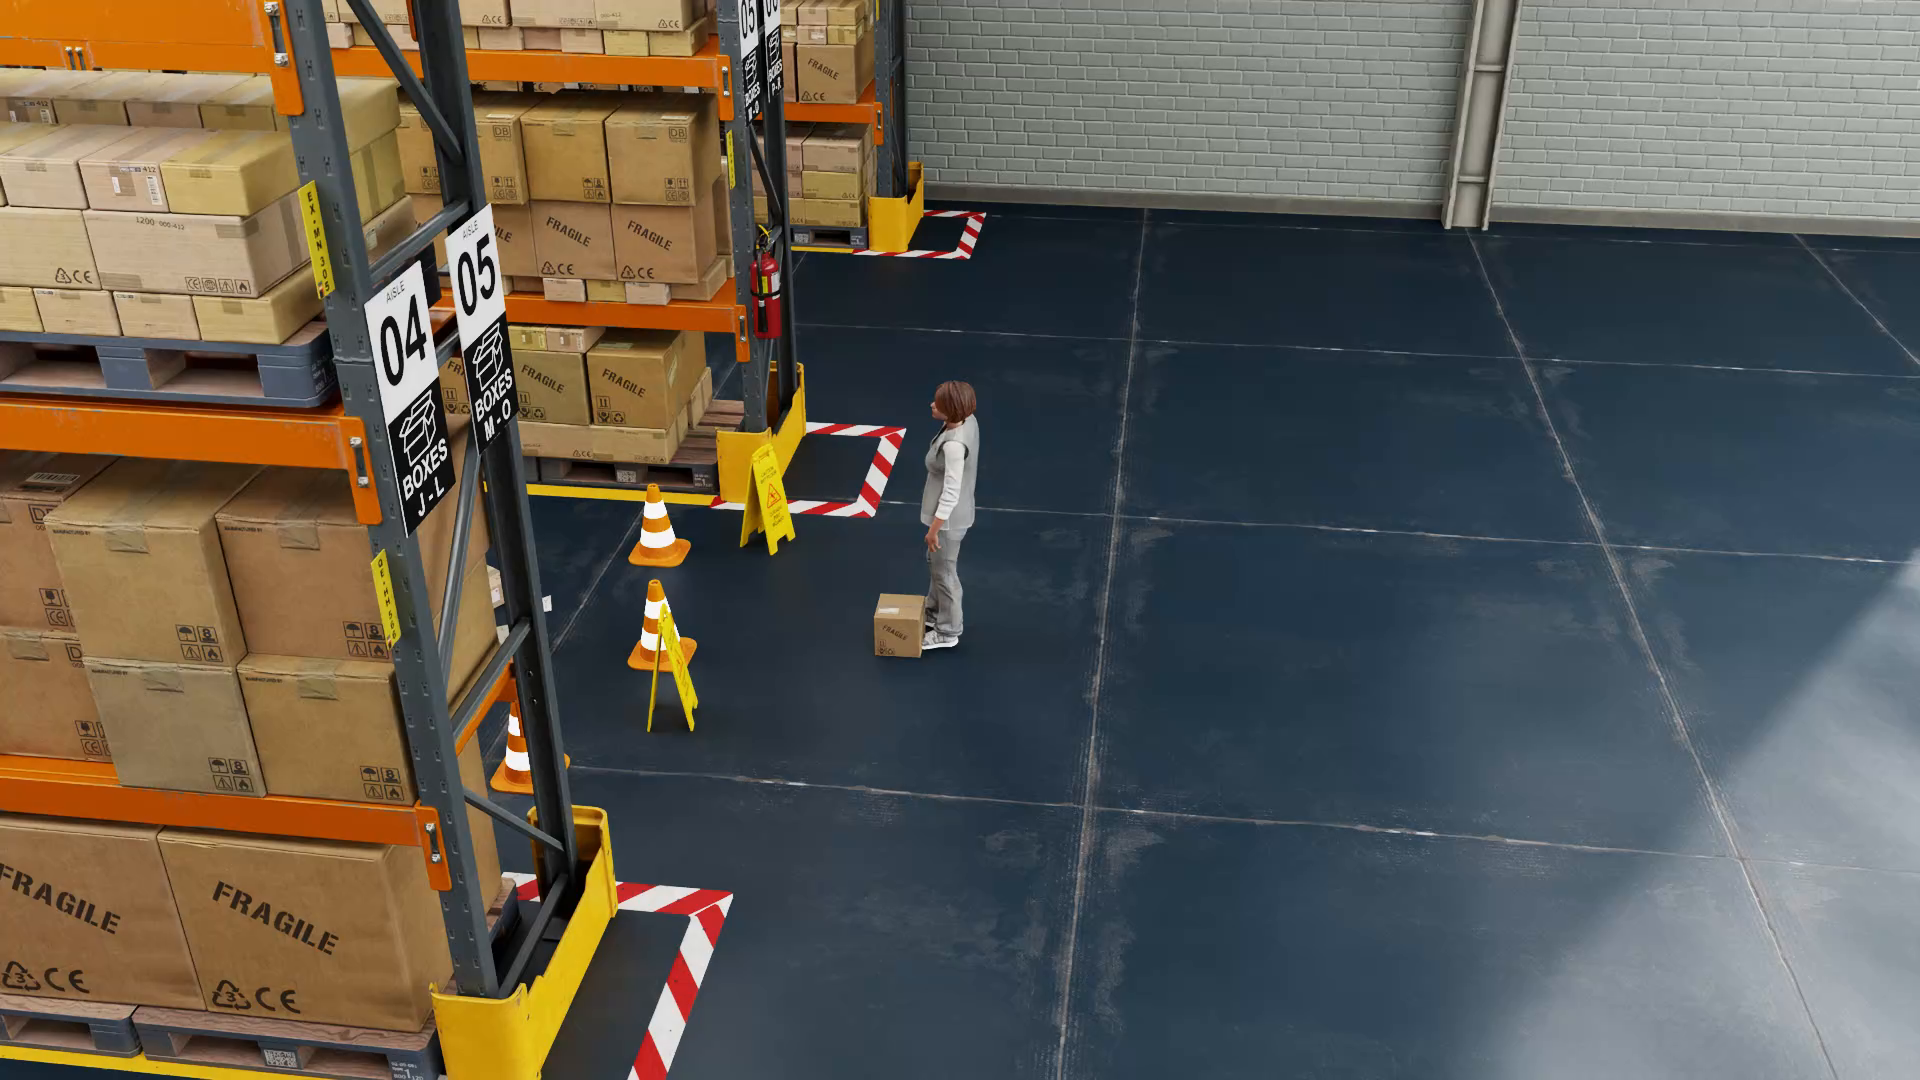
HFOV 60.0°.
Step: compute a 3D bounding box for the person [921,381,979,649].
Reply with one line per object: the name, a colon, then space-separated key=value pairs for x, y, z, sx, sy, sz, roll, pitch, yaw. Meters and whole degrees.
person: x=-0.142 y=-0.131 z=8.854 sx=0.472 sy=1.600 sz=0.521 roll=3 pitch=29 yaw=6
